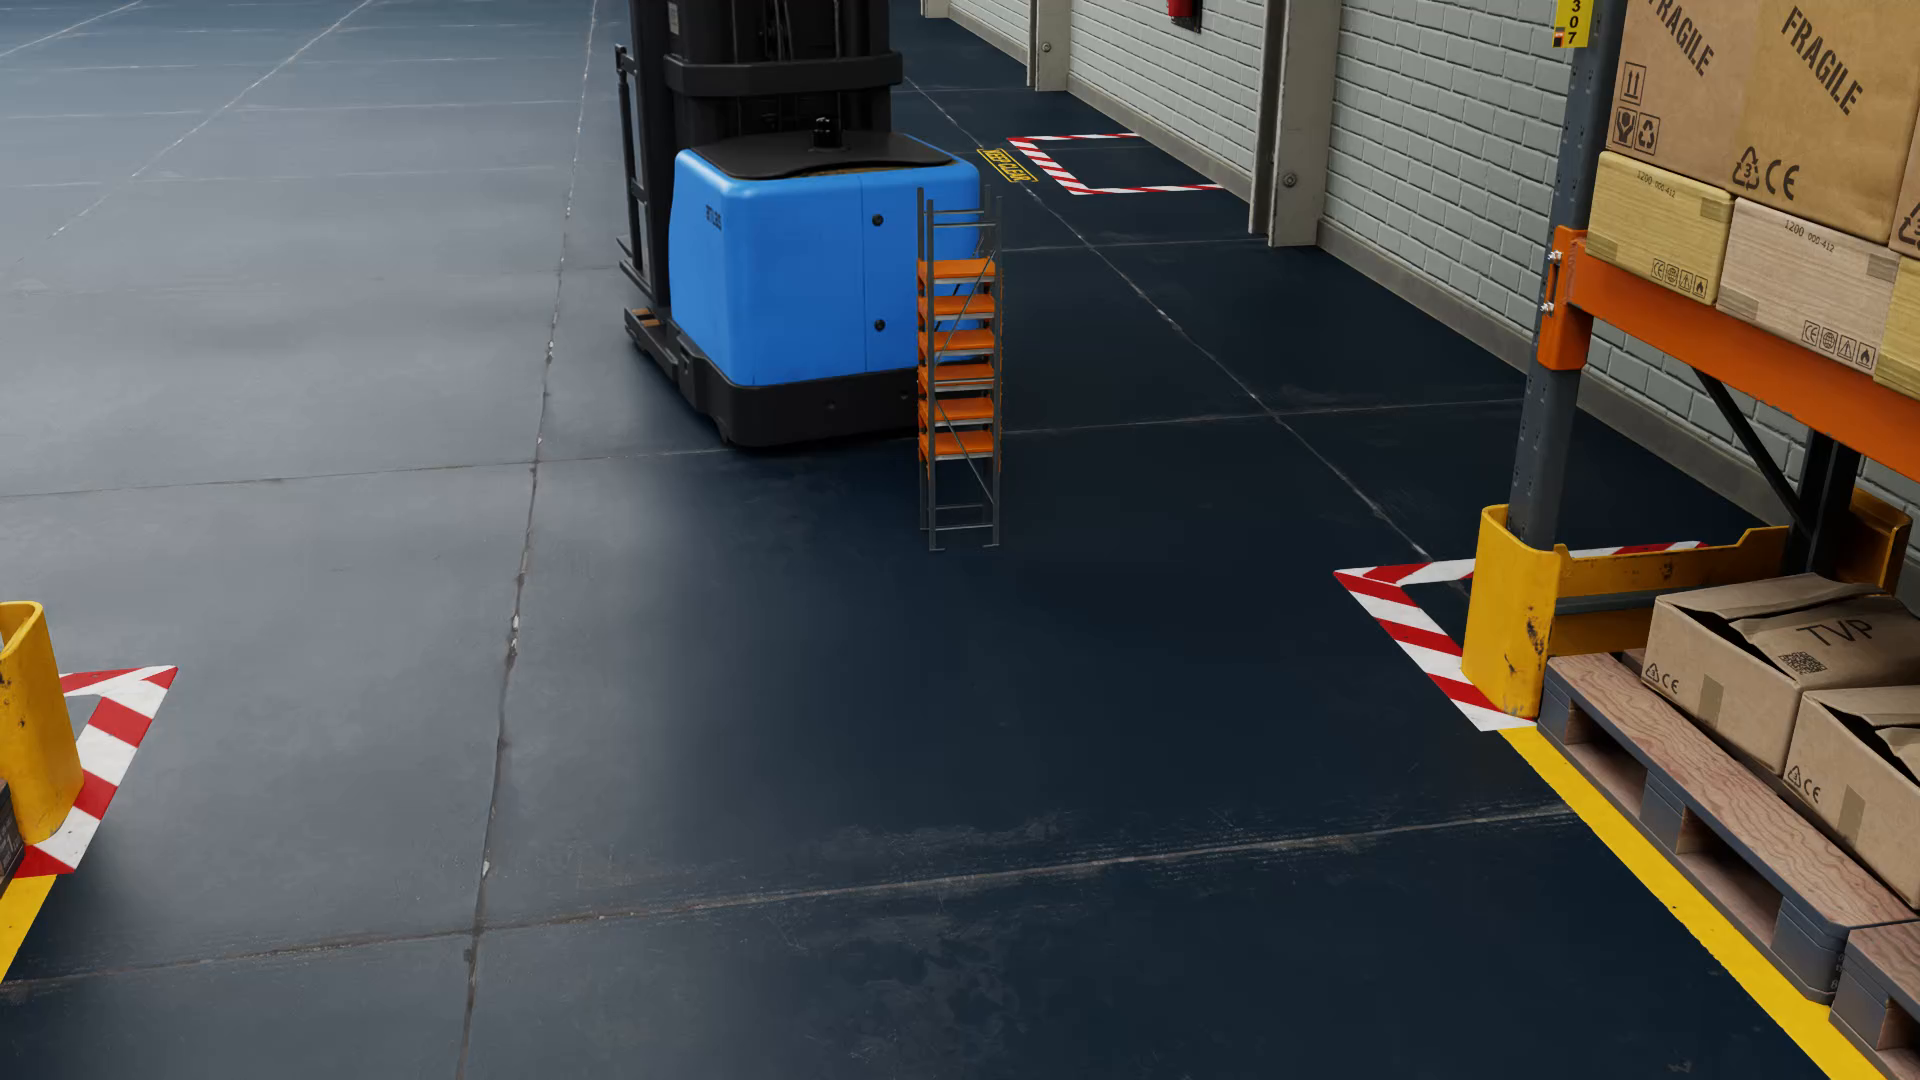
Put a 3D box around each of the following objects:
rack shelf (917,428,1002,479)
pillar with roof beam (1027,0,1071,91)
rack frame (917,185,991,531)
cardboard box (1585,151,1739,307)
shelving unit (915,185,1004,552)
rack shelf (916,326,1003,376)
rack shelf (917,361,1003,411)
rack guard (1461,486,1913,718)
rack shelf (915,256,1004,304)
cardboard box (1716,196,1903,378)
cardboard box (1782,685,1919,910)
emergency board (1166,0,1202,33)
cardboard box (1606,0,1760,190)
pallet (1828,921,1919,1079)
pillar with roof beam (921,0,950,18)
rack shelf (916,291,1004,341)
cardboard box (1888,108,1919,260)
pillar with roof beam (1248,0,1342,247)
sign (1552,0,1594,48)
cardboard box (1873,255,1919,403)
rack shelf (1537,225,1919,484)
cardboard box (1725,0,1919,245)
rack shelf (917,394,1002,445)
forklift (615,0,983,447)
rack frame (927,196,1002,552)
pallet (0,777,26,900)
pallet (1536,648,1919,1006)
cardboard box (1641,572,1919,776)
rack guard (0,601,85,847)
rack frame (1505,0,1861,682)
[{"bbox_3d":[-0.003,-0.295,5.637,0.258,0.103,0.180,-4,24,-10],"label":"rack shelf"},{"bbox_3d":[-3.420,-7.956,12.722,9.100,9.000,0.400,-4,24,-10],"label":"pillar with roof beam"},{"bbox_3d":[-0.020,-0.592,5.605,0.240,1.200,0.006,-4,24,-10],"label":"rack frame"},{"bbox_3d":[1.828,-0.741,3.862,0.500,0.250,0.500,-5,24,-11],"label":"cardboard box"},{"bbox_3d":[-0.003,-0.556,5.523,0.258,1.200,0.189,-4,24,-10],"label":"shelving unit"},{"bbox_3d":[-0.003,-0.625,5.493,0.258,0.103,0.180,-4,24,-10],"label":"rack shelf"},{"bbox_3d":[-0.003,-0.515,5.541,0.258,0.103,0.180,-4,24,-10],"label":"rack shelf"},{"bbox_3d":[2.064,0.159,4.761,1.175,0.500,0.348,-4,24,-10],"label":"rack guard"},{"bbox_3d":[-0.003,-0.845,5.397,0.258,0.103,0.180,-4,24,-10],"label":"rack shelf"},{"bbox_3d":[1.938,-0.538,3.397,0.500,0.250,0.500,-5,24,-11],"label":"cardboard box"},{"bbox_3d":[2.195,0.517,3.627,0.500,0.311,0.500,-2,24,-5],"label":"cardboard box"},{"bbox_3d":[1.500,-4.140,11.481,0.194,1.169,0.643,-4,24,-10],"label":"emergency board"},{"bbox_3d":[1.843,-1.090,3.724,0.500,0.500,0.500,-4,24,-10],"label":"cardboard box"},{"bbox_3d":[2.401,1.093,2.985,1.003,0.211,1.213,-4,24,-10],"label":"pallet"},{"bbox_3d":[-4.530,-10.316,18.126,9.100,9.000,0.400,-4,24,-10],"label":"pillar with roof beam"},{"bbox_3d":[-0.003,-0.735,5.445,0.258,0.103,0.180,-4,24,-10],"label":"rack shelf"},{"bbox_3d":[2.014,-0.692,2.811,0.500,0.500,0.500,-5,24,-11],"label":"cardboard box"},{"bbox_3d":[-2.311,-5.596,7.319,9.100,9.000,0.400,-4,24,-10],"label":"pillar with roof beam"},{"bbox_3d":[1.517,-1.373,4.064,0.100,0.325,0.005,-4,24,-10],"label":"sign"},{"bbox_3d":[2.026,-0.337,2.937,0.500,0.250,0.500,-5,24,-11],"label":"cardboard box"},{"bbox_3d":[2.420,0.100,2.672,1.077,0.370,4.000,-4,24,-10],"label":"rack shelf"},{"bbox_3d":[1.924,-0.895,3.277,0.500,0.500,0.500,-4,24,-10],"label":"cardboard box"},{"bbox_3d":[-0.003,-0.405,5.589,0.258,0.103,0.180,-4,24,-10],"label":"rack shelf"},{"bbox_3d":[-0.942,-2.260,7.264,1.130,2.935,3.031,-9,25,-21],"label":"forklift"},{"bbox_3d":[0.014,-0.520,5.440,0.240,1.200,0.006,-4,24,-10],"label":"rack frame"},{"bbox_3d":[-2.635,0.927,3.363,1.003,0.211,1.213,-4,24,-10],"label":"pallet"},{"bbox_3d":[2.179,0.614,4.081,1.003,0.211,1.213,-4,24,-10],"label":"pallet"},{"bbox_3d":[2.089,0.293,4.141,0.500,0.311,0.500,-7,25,-16],"label":"cardboard box"},{"bbox_3d":[-2.822,0.488,4.008,1.175,0.500,0.348,-4,24,-10],"label":"rack guard"},{"bbox_3d":[2.050,-1.016,4.329,1.000,3.000,0.127,-4,24,-10],"label":"rack frame"}]
